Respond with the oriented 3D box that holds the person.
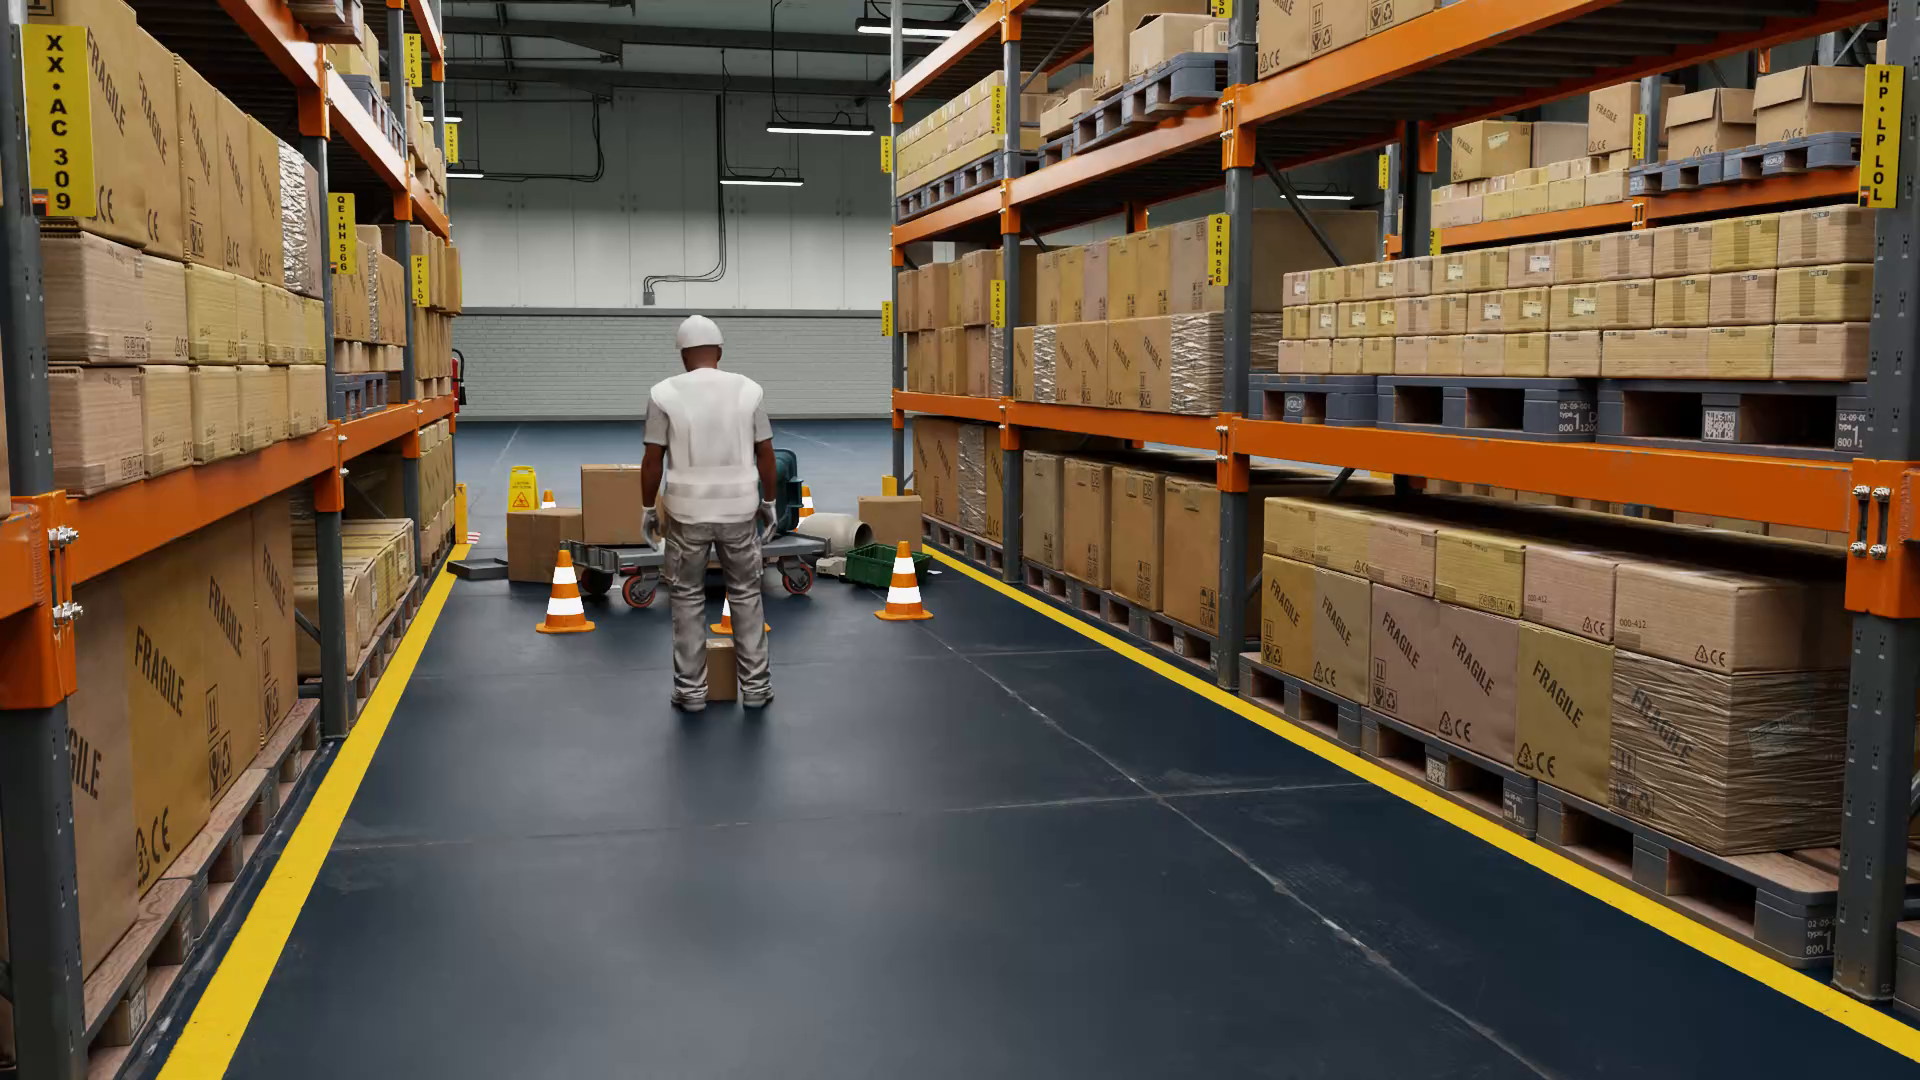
[{"bbox_3d":[-1.130,-0.123,7.512,0.625,1.773,0.452,-2,6,-17],"label":"person"}]
